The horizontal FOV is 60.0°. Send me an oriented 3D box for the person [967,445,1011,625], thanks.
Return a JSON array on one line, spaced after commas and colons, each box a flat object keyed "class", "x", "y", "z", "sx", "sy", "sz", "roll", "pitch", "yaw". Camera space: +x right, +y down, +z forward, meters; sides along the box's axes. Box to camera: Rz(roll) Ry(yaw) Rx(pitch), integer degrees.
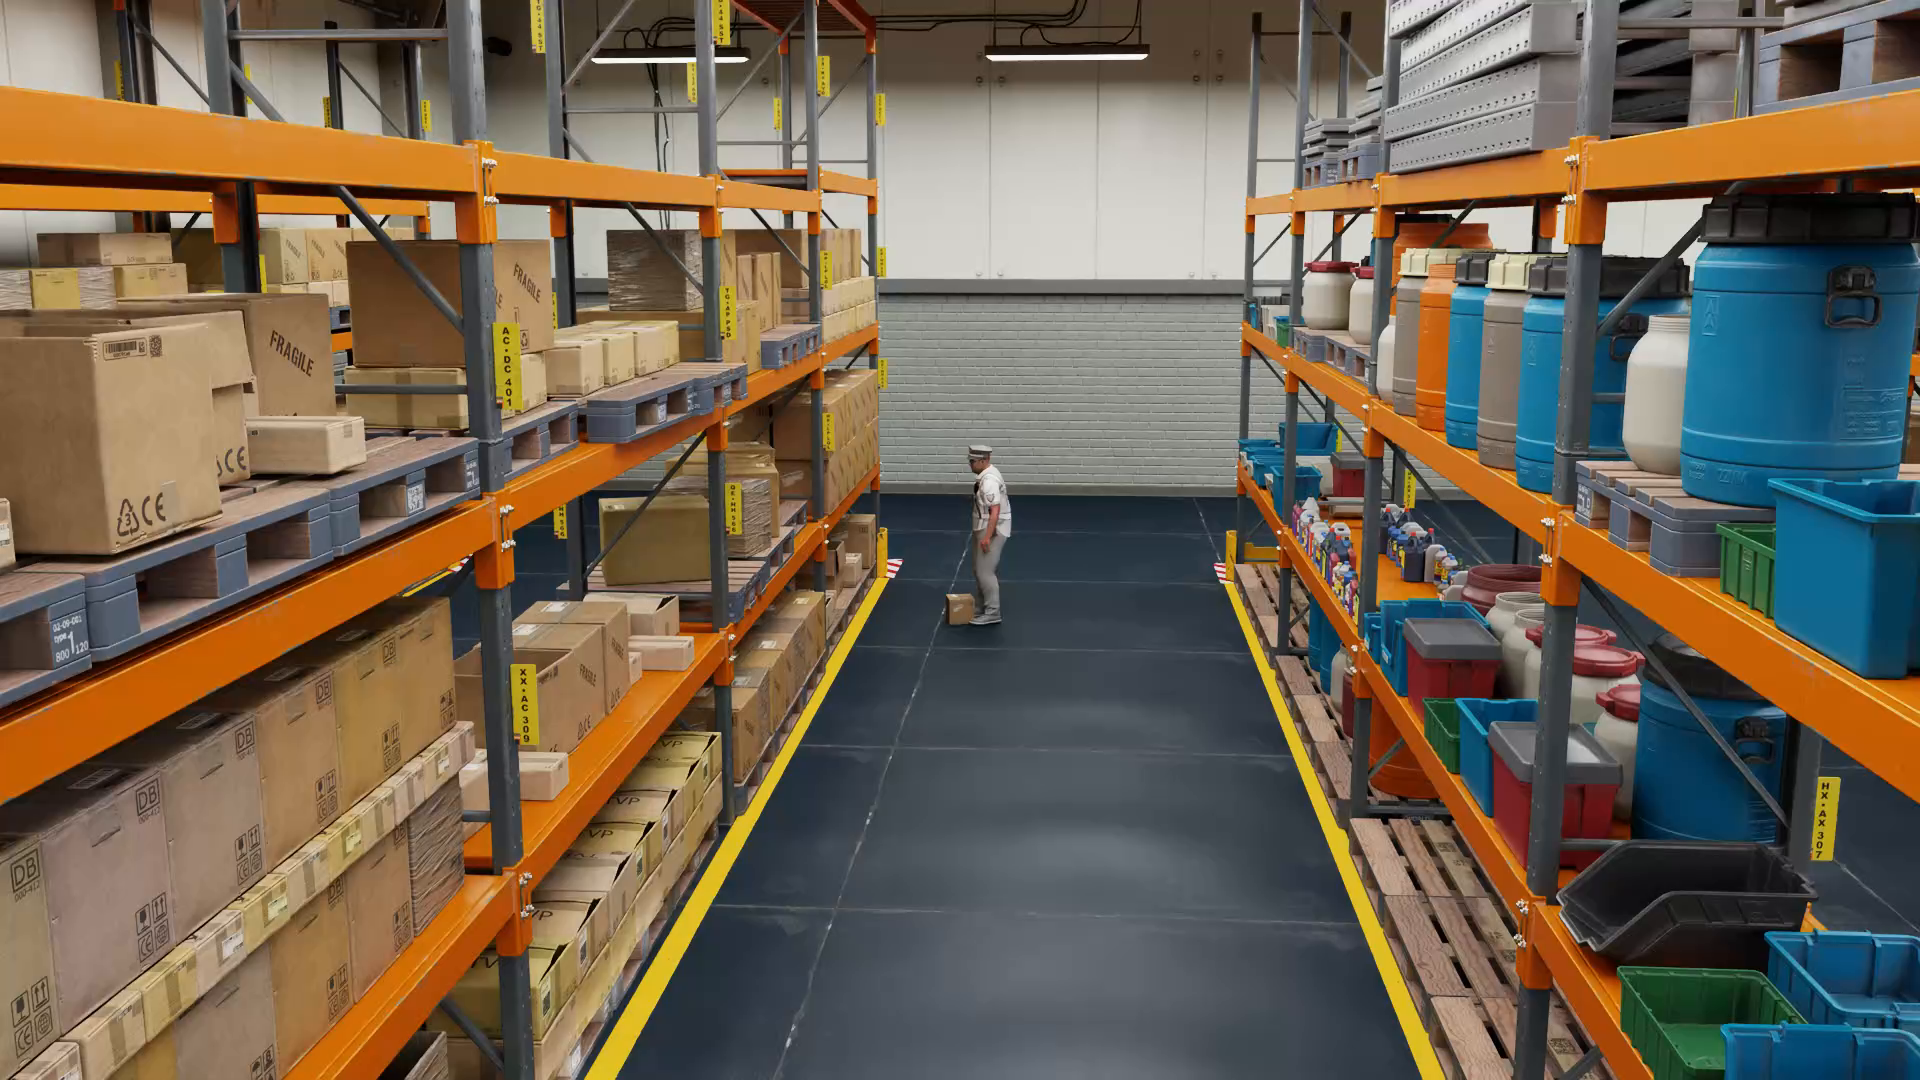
[{"class": "person", "x": 0.274, "y": -0.066, "z": 16.254, "sx": 0.439, "sy": 1.747, "sz": 0.585, "roll": -1, "pitch": 11, "yaw": -6}]
